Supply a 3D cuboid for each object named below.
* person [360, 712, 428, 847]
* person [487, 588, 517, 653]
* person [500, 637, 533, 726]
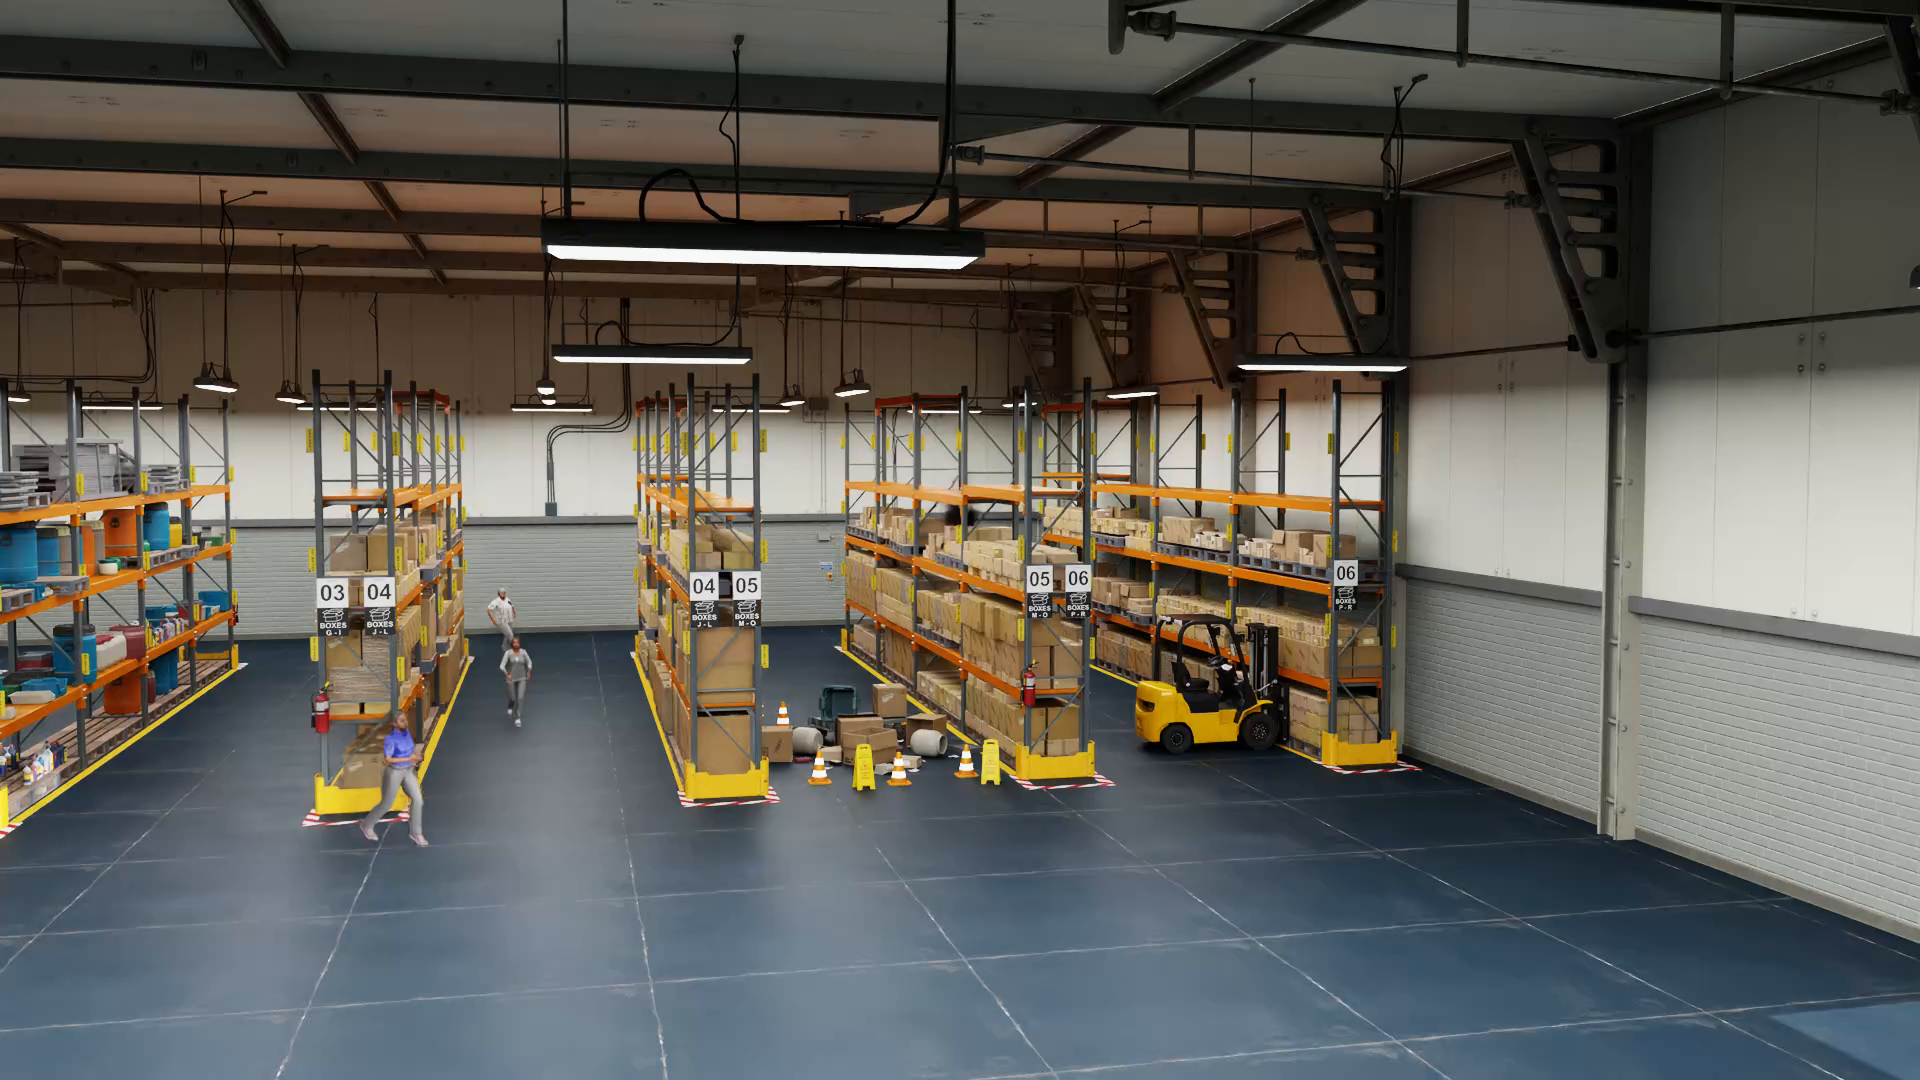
[{"bbox_3d":[-7.053,2.980,20.784,0.895,1.699,0.588,1,4,23],"label":"person"},{"bbox_3d":[-10.640,1.959,38.816,0.696,1.694,0.695,2,4,32],"label":"person"},{"bbox_3d":[-7.926,2.511,29.723,0.564,1.584,0.610,-1,4,-22],"label":"person"}]
